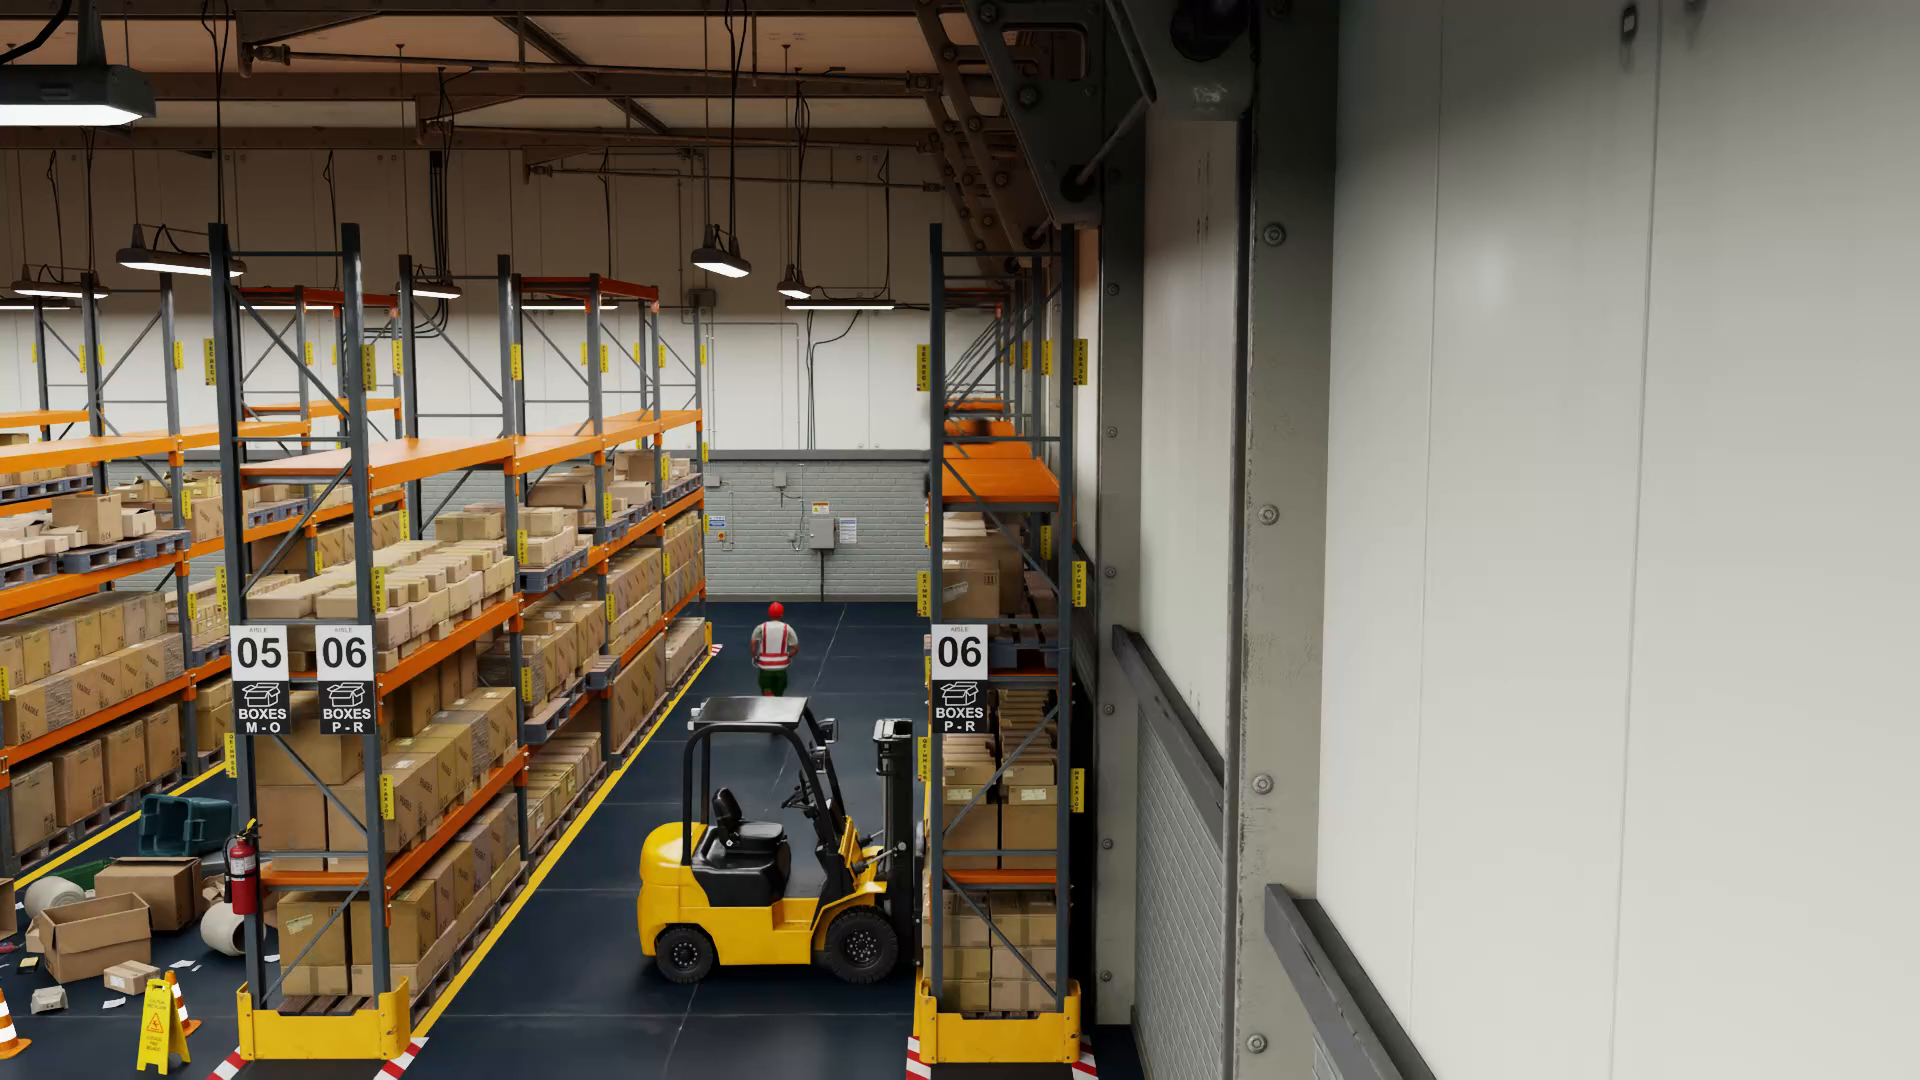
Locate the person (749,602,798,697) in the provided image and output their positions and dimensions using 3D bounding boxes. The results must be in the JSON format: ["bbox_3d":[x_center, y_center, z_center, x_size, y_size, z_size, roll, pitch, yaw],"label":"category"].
[{"bbox_3d":[-2.506,1.694,22.388,0.654,1.744,0.532,-1,7,-8],"label":"person"}]
